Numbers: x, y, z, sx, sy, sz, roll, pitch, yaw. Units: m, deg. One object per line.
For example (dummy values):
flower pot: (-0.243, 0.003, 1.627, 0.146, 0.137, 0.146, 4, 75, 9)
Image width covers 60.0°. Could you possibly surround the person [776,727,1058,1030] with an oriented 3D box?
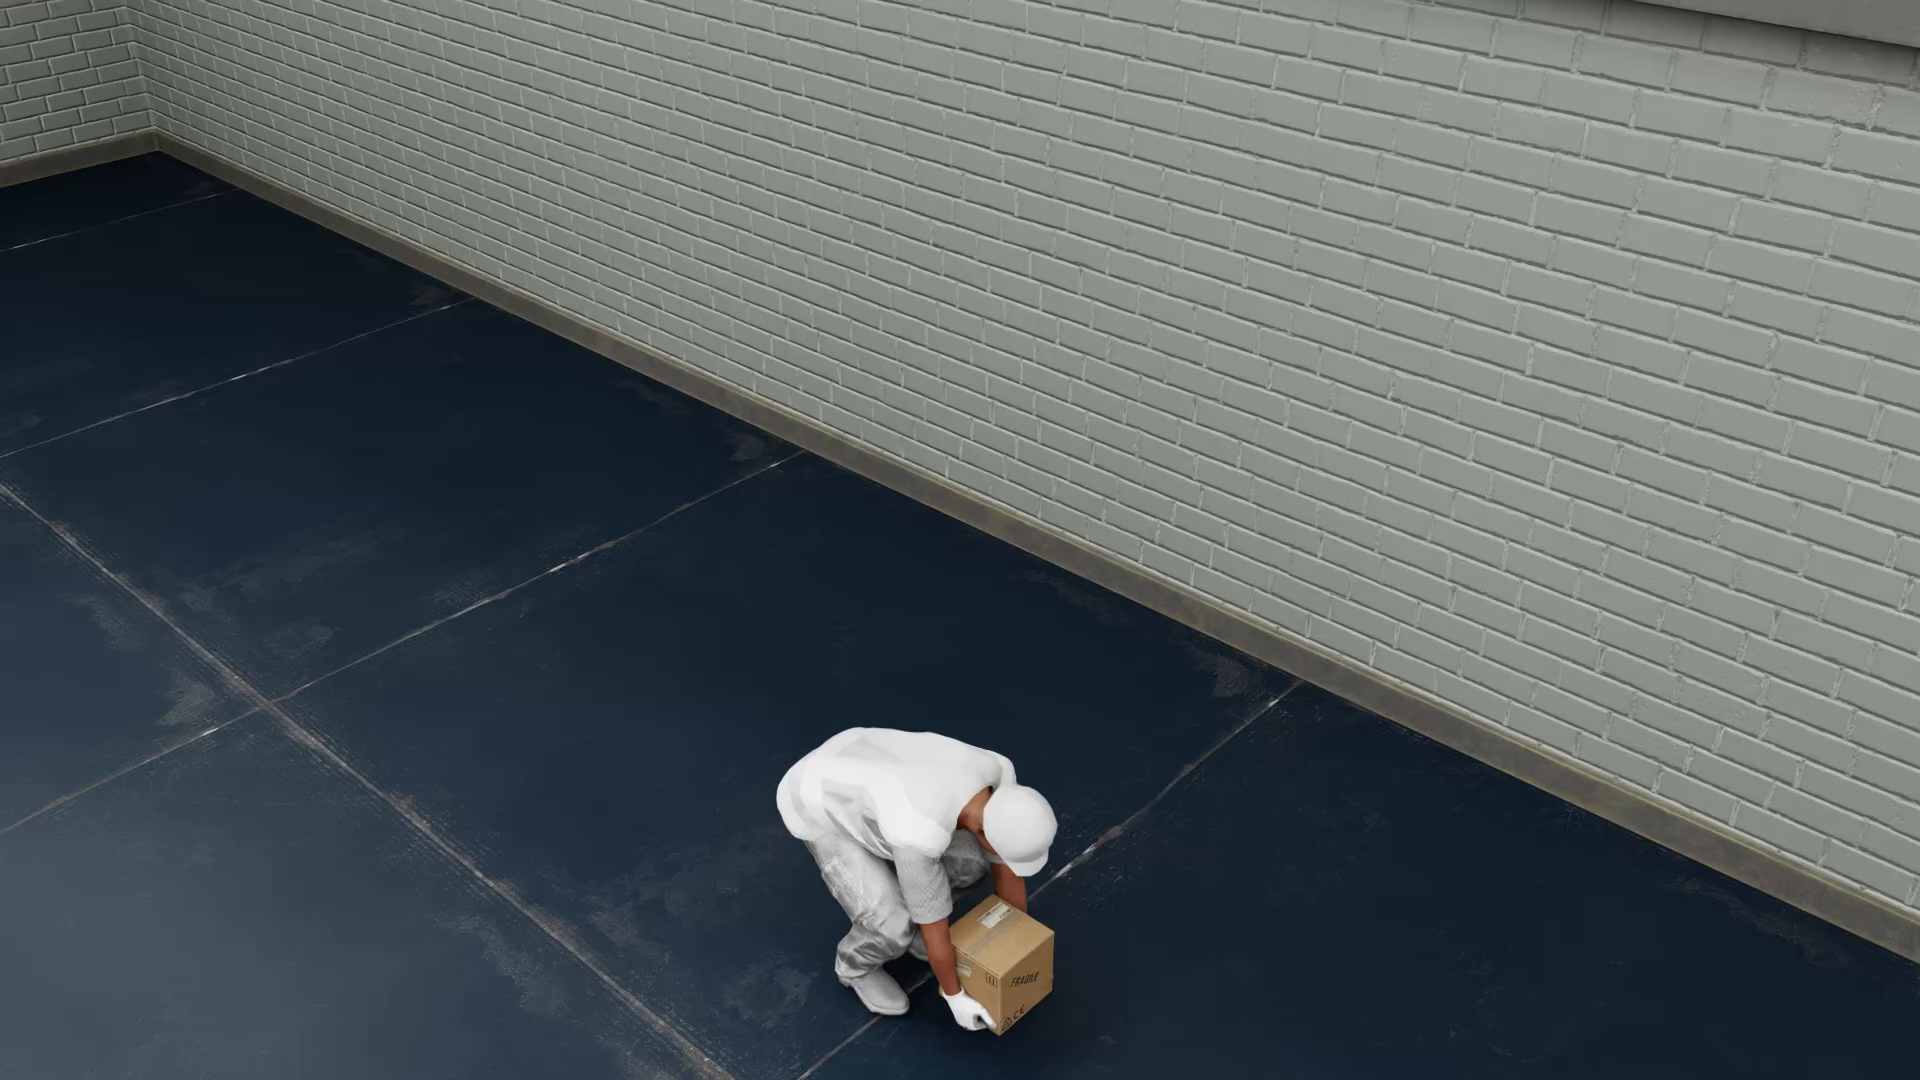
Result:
person: (-0.115, 1.025, 5.178, 0.959, 0.995, 0.542, 23, 38, 34)
